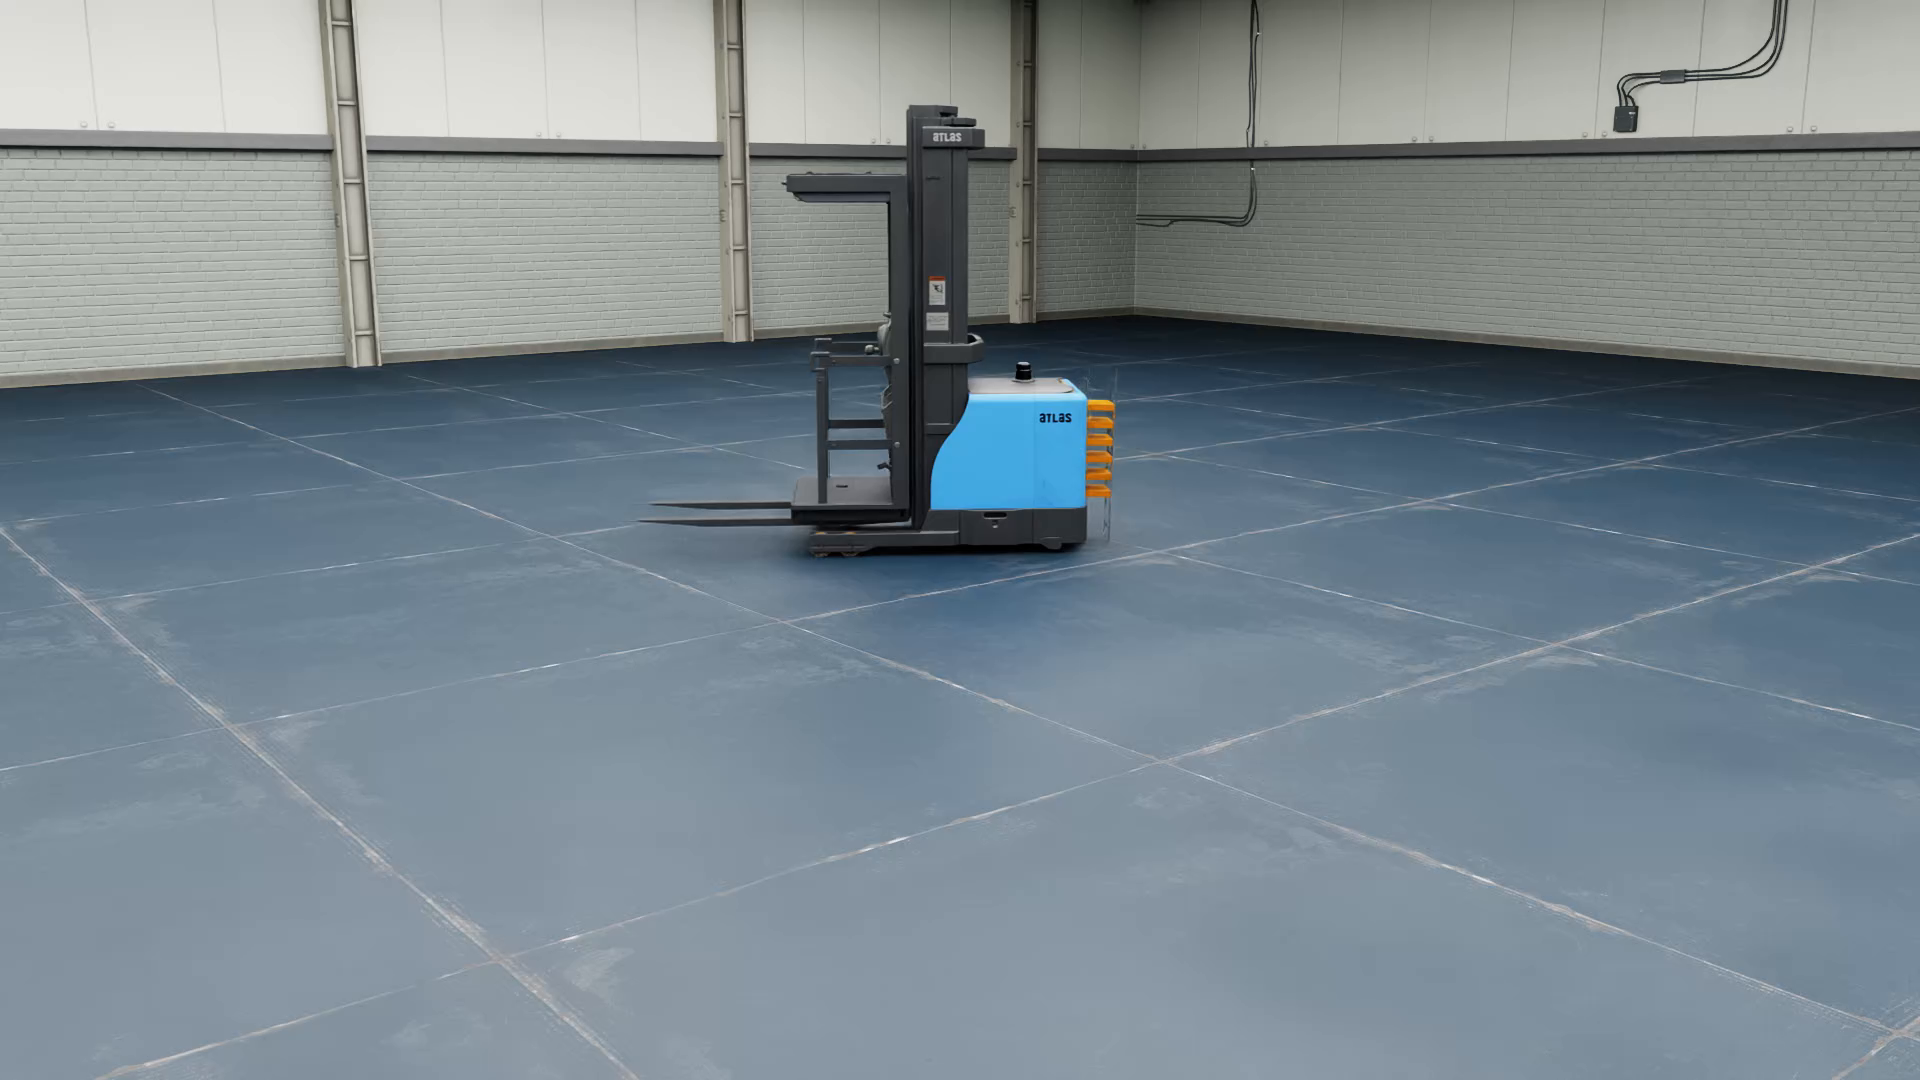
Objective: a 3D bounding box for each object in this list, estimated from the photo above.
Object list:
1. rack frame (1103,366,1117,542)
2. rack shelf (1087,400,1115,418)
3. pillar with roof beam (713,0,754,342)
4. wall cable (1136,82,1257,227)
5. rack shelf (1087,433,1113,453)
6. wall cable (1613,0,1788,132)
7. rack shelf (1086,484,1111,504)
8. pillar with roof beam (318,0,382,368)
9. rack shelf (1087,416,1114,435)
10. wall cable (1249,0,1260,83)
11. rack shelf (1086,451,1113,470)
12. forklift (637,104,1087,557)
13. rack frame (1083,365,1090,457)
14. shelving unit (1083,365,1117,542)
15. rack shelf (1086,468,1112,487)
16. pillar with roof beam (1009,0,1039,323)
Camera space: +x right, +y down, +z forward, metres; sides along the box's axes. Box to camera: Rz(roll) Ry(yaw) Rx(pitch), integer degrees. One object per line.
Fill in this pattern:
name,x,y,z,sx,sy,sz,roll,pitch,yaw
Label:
rack frame,1.043,-0.600,11.564,0.006,1.200,0.240,1,12,-4
rack shelf,0.960,-0.909,11.493,0.180,0.103,0.258,1,12,-4
pillar with roof beam,-0.858,-6.890,22.411,0.400,9.000,9.100,-9,15,-38
wall cable,4.264,-7.015,30.478,0.112,2.526,3.097,-9,15,-38
rack shelf,0.954,-0.675,11.542,0.180,0.103,0.258,1,12,-4
wall cable,10.182,-8.656,22.541,0.169,6.003,2.305,-9,15,-38
rack shelf,0.945,-0.322,11.616,0.180,0.103,0.258,1,12,-4
pillar with roof beam,-5.543,-6.111,18.744,0.400,9.000,9.100,-9,15,-38
rack shelf,0.957,-0.792,11.517,0.180,0.103,0.258,1,12,-4
wall cable,5.954,-9.047,27.887,0.112,2.526,3.097,-9,15,-38
rack shelf,0.951,-0.557,11.567,0.180,0.103,0.258,1,12,-4
forklift,-0.677,-1.434,11.325,3.031,2.935,1.130,-1,12,-3
rack frame,0.861,-0.602,11.551,0.006,1.200,0.240,1,12,-4
shelving unit,0.952,-0.601,11.558,0.189,1.200,0.258,1,12,-4
rack shelf,0.948,-0.440,11.592,0.180,0.103,0.258,1,12,-4
pillar with roof beam,3.827,-7.668,26.077,0.400,9.000,9.100,-9,15,-38
